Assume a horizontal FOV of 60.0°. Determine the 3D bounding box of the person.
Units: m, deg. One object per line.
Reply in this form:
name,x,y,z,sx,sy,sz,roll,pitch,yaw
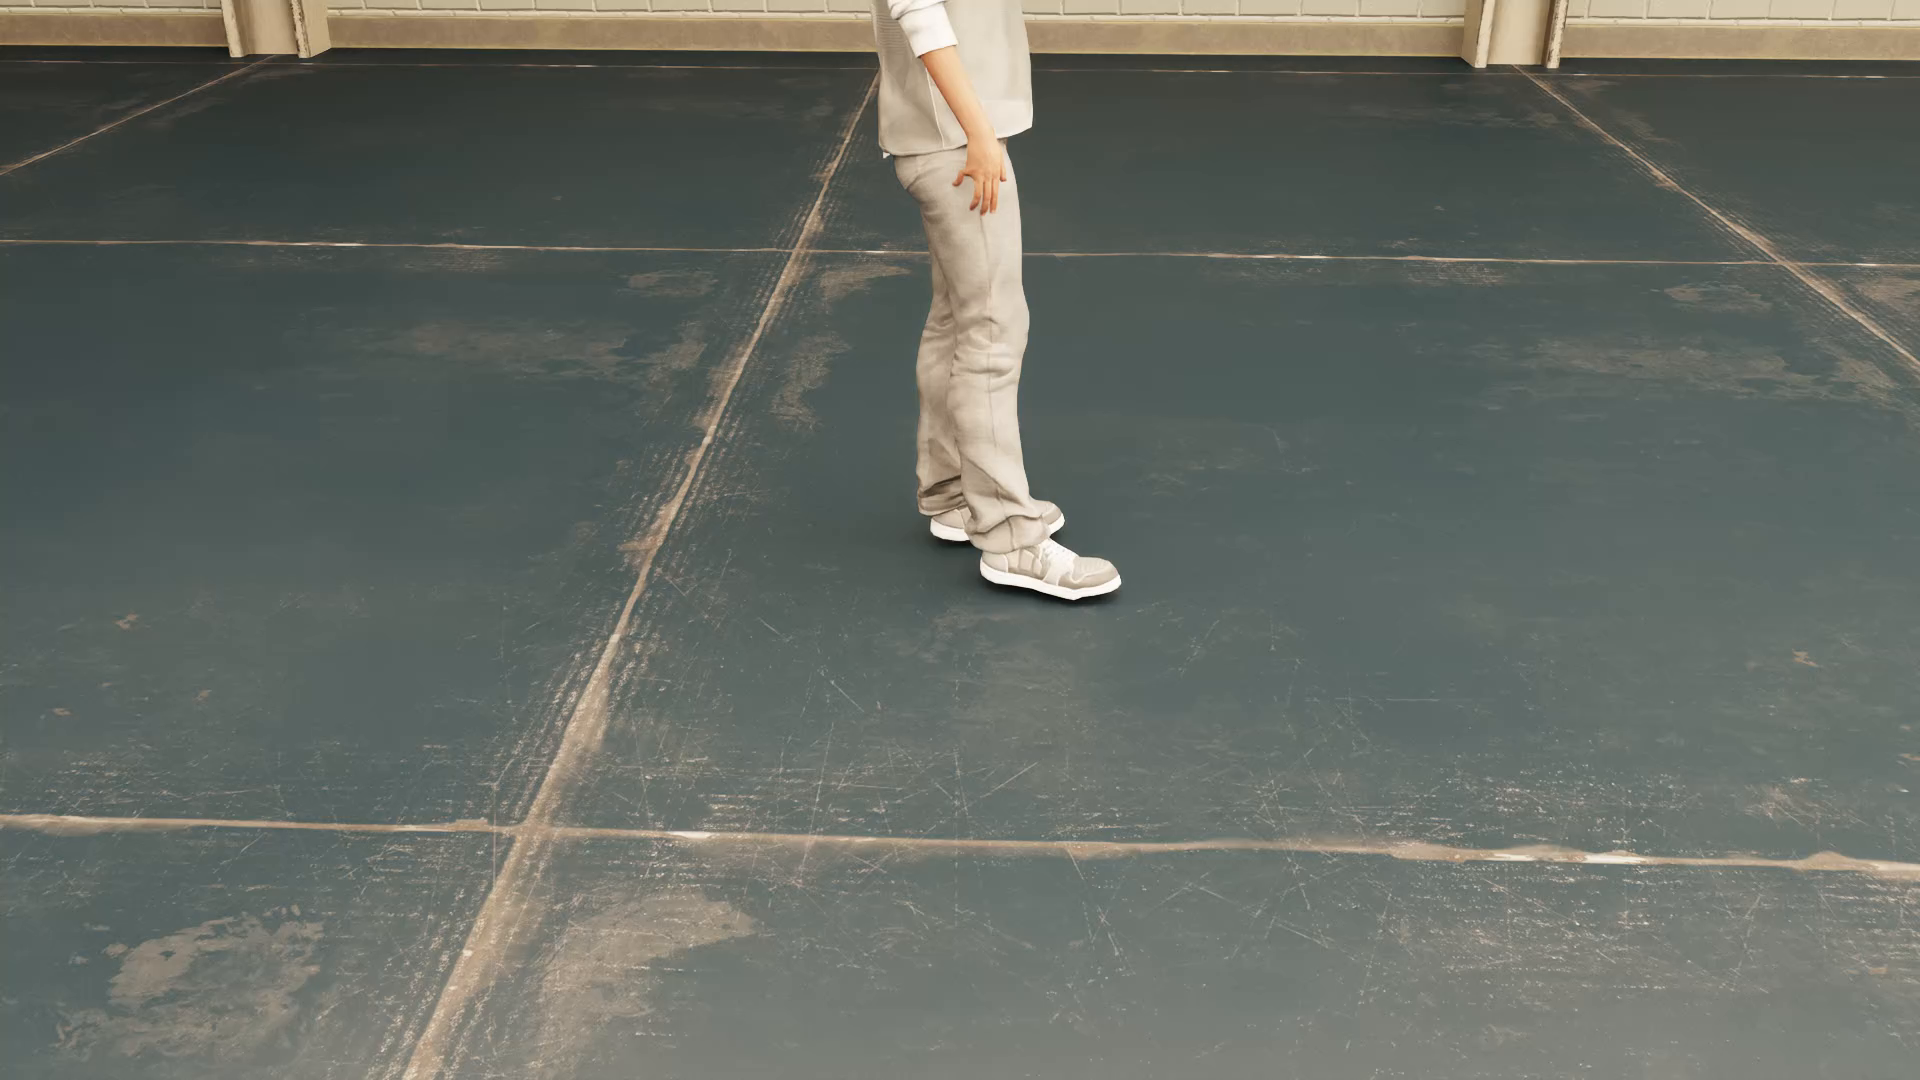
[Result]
person,0.074,-0.715,2.961,0.473,1.599,0.521,1,26,2
